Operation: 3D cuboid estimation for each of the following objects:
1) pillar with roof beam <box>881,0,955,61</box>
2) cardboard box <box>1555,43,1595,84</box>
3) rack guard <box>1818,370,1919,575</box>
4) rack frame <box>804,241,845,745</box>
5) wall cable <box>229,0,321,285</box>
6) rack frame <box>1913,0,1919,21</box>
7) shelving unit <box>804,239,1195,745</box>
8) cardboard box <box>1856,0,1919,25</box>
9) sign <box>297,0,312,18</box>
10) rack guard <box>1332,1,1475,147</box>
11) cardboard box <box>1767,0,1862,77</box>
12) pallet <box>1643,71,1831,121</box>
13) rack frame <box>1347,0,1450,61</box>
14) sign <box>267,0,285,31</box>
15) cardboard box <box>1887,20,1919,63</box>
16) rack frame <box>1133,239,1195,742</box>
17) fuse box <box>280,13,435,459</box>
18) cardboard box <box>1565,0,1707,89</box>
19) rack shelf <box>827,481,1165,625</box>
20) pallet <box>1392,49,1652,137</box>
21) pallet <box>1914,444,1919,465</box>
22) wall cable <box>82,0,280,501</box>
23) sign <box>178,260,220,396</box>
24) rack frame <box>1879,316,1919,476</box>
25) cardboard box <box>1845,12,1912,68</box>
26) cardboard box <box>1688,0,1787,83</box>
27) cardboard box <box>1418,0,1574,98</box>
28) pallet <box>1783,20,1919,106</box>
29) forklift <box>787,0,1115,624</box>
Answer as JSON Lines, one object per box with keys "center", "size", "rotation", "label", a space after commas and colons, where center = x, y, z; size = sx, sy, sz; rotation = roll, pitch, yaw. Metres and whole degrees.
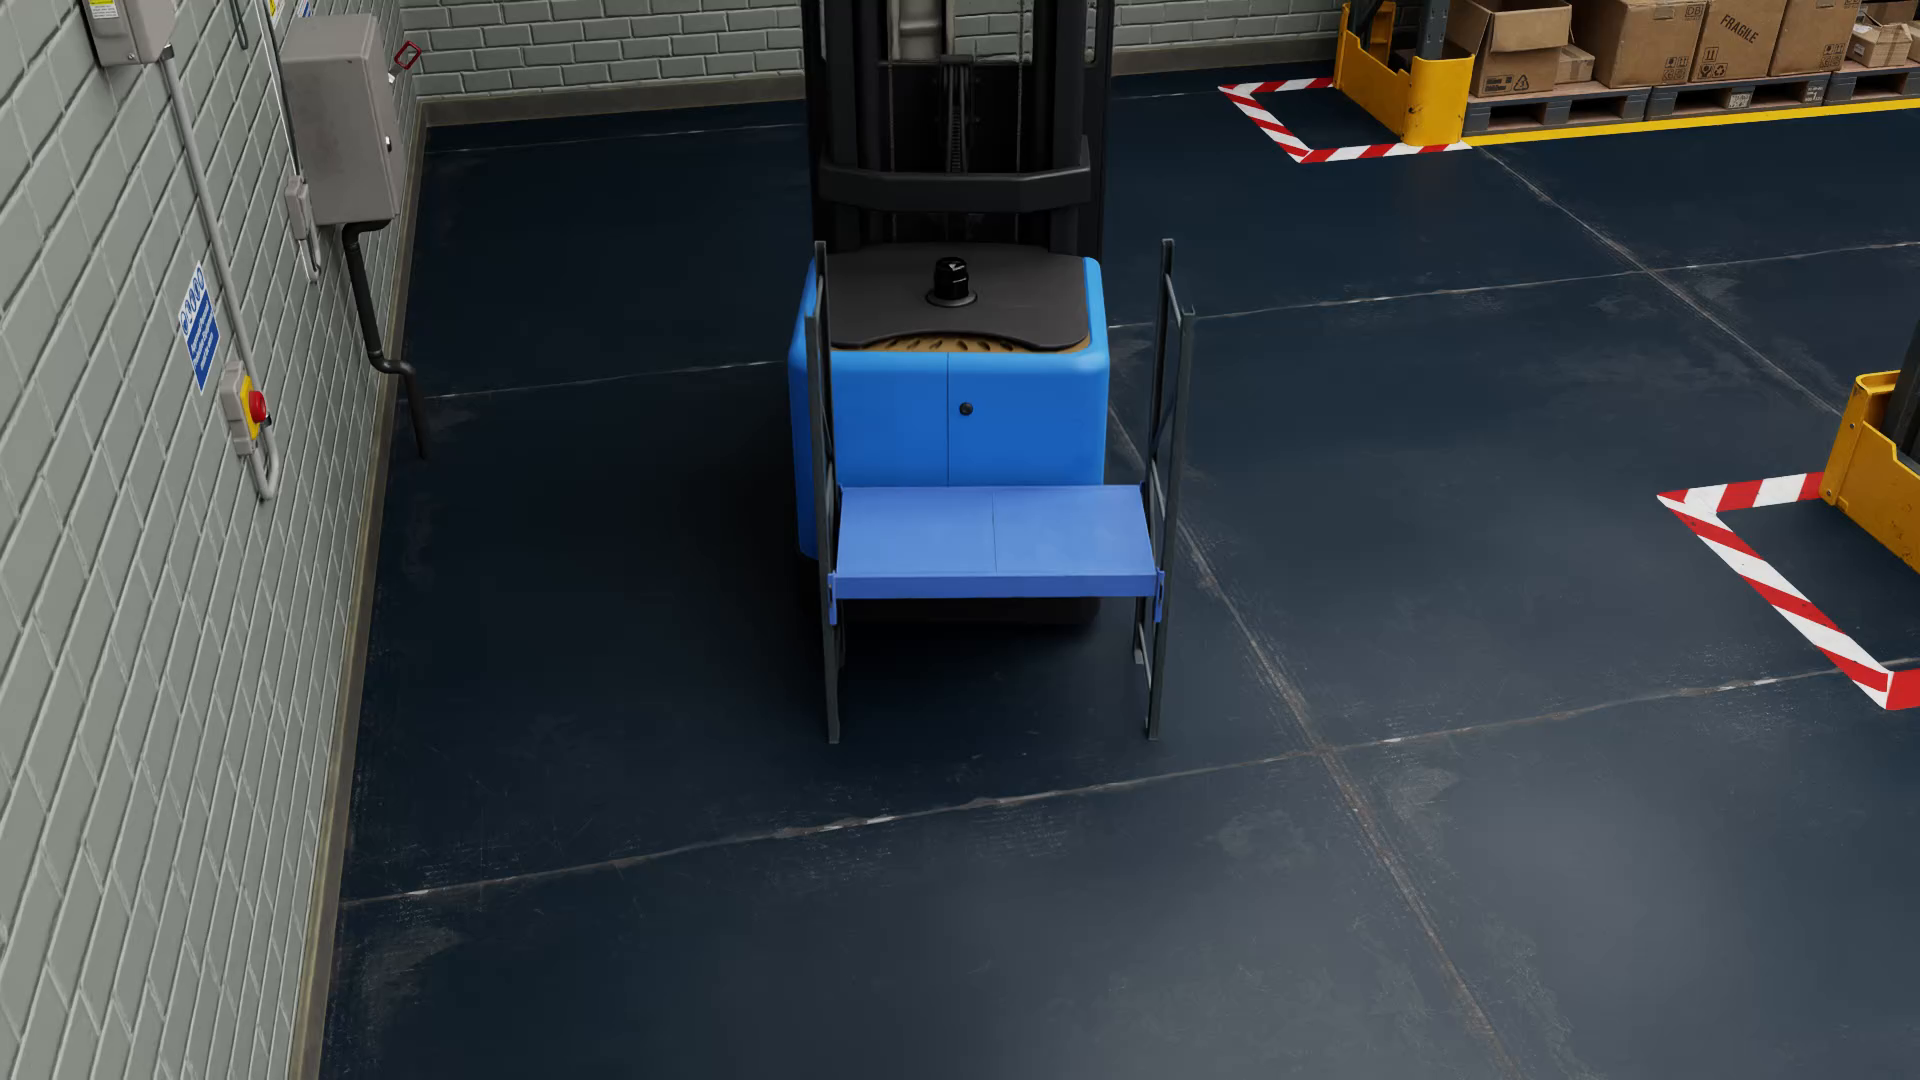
{"center": [0.693, -4.160, 4.374], "size": [0.400, 9.000, 9.100], "rotation": [-7, 35, -11], "label": "pillar with roof beam"}
{"center": [3.612, -2.896, 10.055], "size": [0.250, 0.149, 0.380], "rotation": [-9, 35, -12], "label": "cardboard box"}
{"center": [3.647, -0.112, 5.968], "size": [0.348, 0.500, 1.175], "rotation": [-7, 35, -11], "label": "rack guard"}
{"center": [-0.405, -0.112, 5.071], "size": [0.032, 1.500, 0.500], "rotation": [0, 34, -1], "label": "rack frame"}
{"center": [-2.148, -1.638, 5.088], "size": [0.122, 1.984, 0.588], "rotation": [-7, 35, -11], "label": "wall cable"}
{"center": [6.473, -4.342, 10.028], "size": [0.127, 3.000, 1.000], "rotation": [-7, 35, -11], "label": "rack frame"}
{"center": [0.103, -0.116, 5.077], "size": [1.048, 1.500, 0.538], "rotation": [0, 34, -1], "label": "shelving unit"}
{"center": [5.777, -3.447, 10.731], "size": [0.500, 0.311, 0.500], "rotation": [-6, 34, -9], "label": "cardboard box"}
{"center": [-2.456, -1.810, 6.341], "size": [0.001, 0.494, 0.329], "rotation": [-7, 35, -11], "label": "sign"}
{"center": [2.646, -2.822, 10.006], "size": [0.348, 0.500, 1.175], "rotation": [-7, 35, -11], "label": "rack guard"}
{"center": [5.044, -3.222, 10.226], "size": [0.500, 0.500, 0.700], "rotation": [-8, 35, -12], "label": "cardboard box"}
{"center": [4.611, -2.948, 10.454], "size": [1.213, 0.211, 1.003], "rotation": [-7, 35, -11], "label": "pallet"}
{"center": [2.572, -3.850, 9.296], "size": [0.127, 3.000, 1.000], "rotation": [-7, 35, -11], "label": "rack frame"}
{"center": [-2.335, -1.894, 5.640], "size": [0.001, 0.242, 0.339], "rotation": [-7, 35, -11], "label": "sign"}
{"center": [5.995, -3.105, 10.366], "size": [0.250, 0.149, 0.380], "rotation": [-8, 35, -12], "label": "cardboard box"}
{"center": [0.612, -0.120, 5.083], "size": [0.032, 1.500, 0.500], "rotation": [0, 34, -1], "label": "rack frame"}
{"center": [-2.145, -1.072, 6.312], "size": [0.414, 1.711, 0.539], "rotation": [-7, 35, -11], "label": "fuse box"}
{"center": [4.032, -3.094, 10.036], "size": [0.500, 0.500, 0.700], "rotation": [-6, 34, -9], "label": "cardboard box"}
{"center": [0.103, 0.033, 5.177], "size": [1.000, 0.185, 0.538], "rotation": [0, 34, -1], "label": "rack shelf"}
{"center": [3.424, -2.800, 10.234], "size": [1.213, 0.211, 1.003], "rotation": [-7, 35, -11], "label": "pallet"}
{"center": [4.433, -0.136, 6.263], "size": [1.213, 0.211, 1.003], "rotation": [-7, 35, -11], "label": "pallet"}
{"center": [-1.824, -0.882, 3.933], "size": [0.123, 1.953, 0.585], "rotation": [-7, 35, -11], "label": "wall cable"}
{"center": [-1.873, -0.526, 4.099], "size": [0.001, 0.218, 0.327], "rotation": [-7, 35, -11], "label": "sign"}
{"center": [3.671, -1.153, 5.276], "size": [0.127, 3.000, 1.000], "rotation": [-7, 35, -11], "label": "rack frame"}
{"center": [5.647, -3.109, 10.268], "size": [0.258, 0.266, 0.396], "rotation": [-6, 34, -9], "label": "cardboard box"}
{"center": [4.570, -3.105, 10.052], "size": [0.500, 0.500, 0.500], "rotation": [-7, 34, -10], "label": "cardboard box"}
{"center": [3.190, -3.012, 9.910], "size": [0.637, 0.503, 0.797], "rotation": [-9, 35, -12], "label": "cardboard box"}
{"center": [5.803, -3.100, 10.681], "size": [1.213, 0.211, 1.003], "rotation": [-7, 35, -11], "label": "pallet"}
{"center": [-0.001, -1.717, 6.178], "size": [1.130, 2.935, 3.031], "rotation": [1, 34, 1], "label": "forklift"}
